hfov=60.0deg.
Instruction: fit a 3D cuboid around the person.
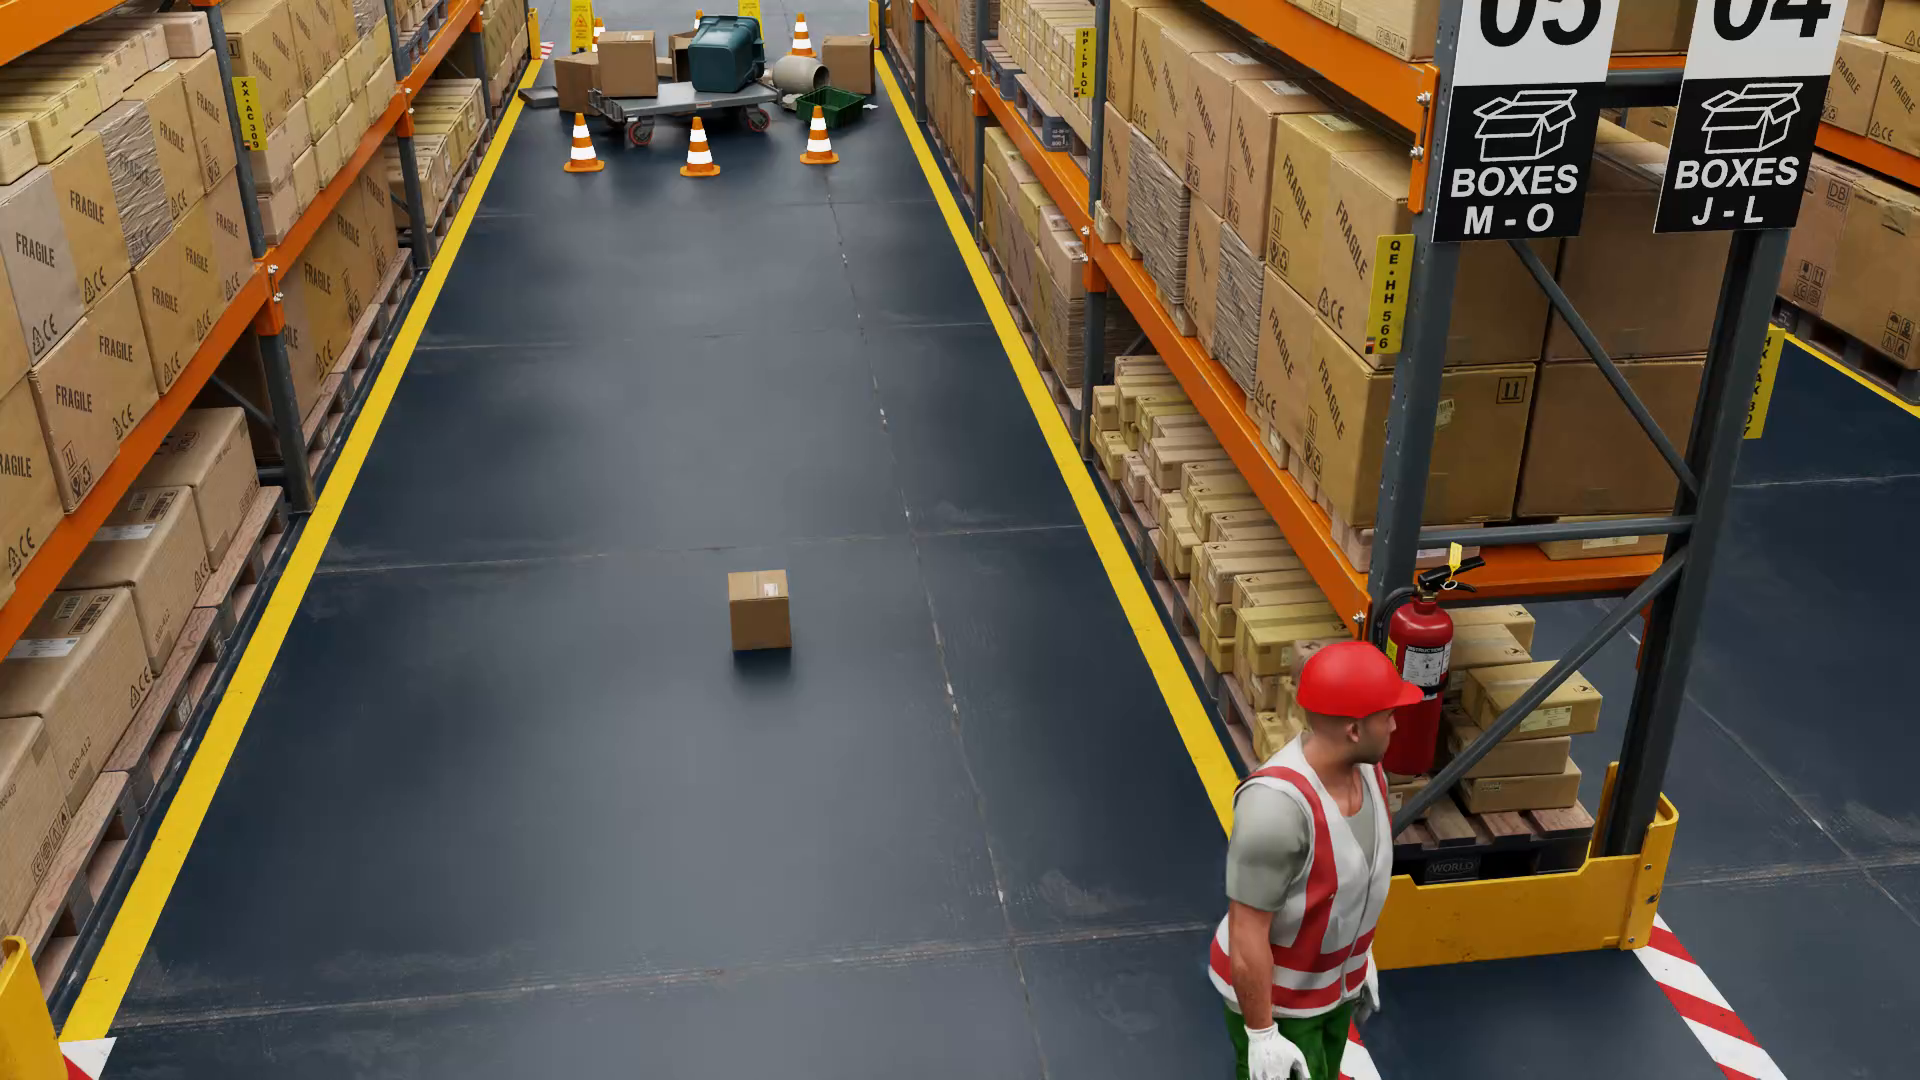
[{"bbox_3d":[0.812,1.086,3.915,0.658,1.777,0.438,-23,35,-38],"label":"person"}]
